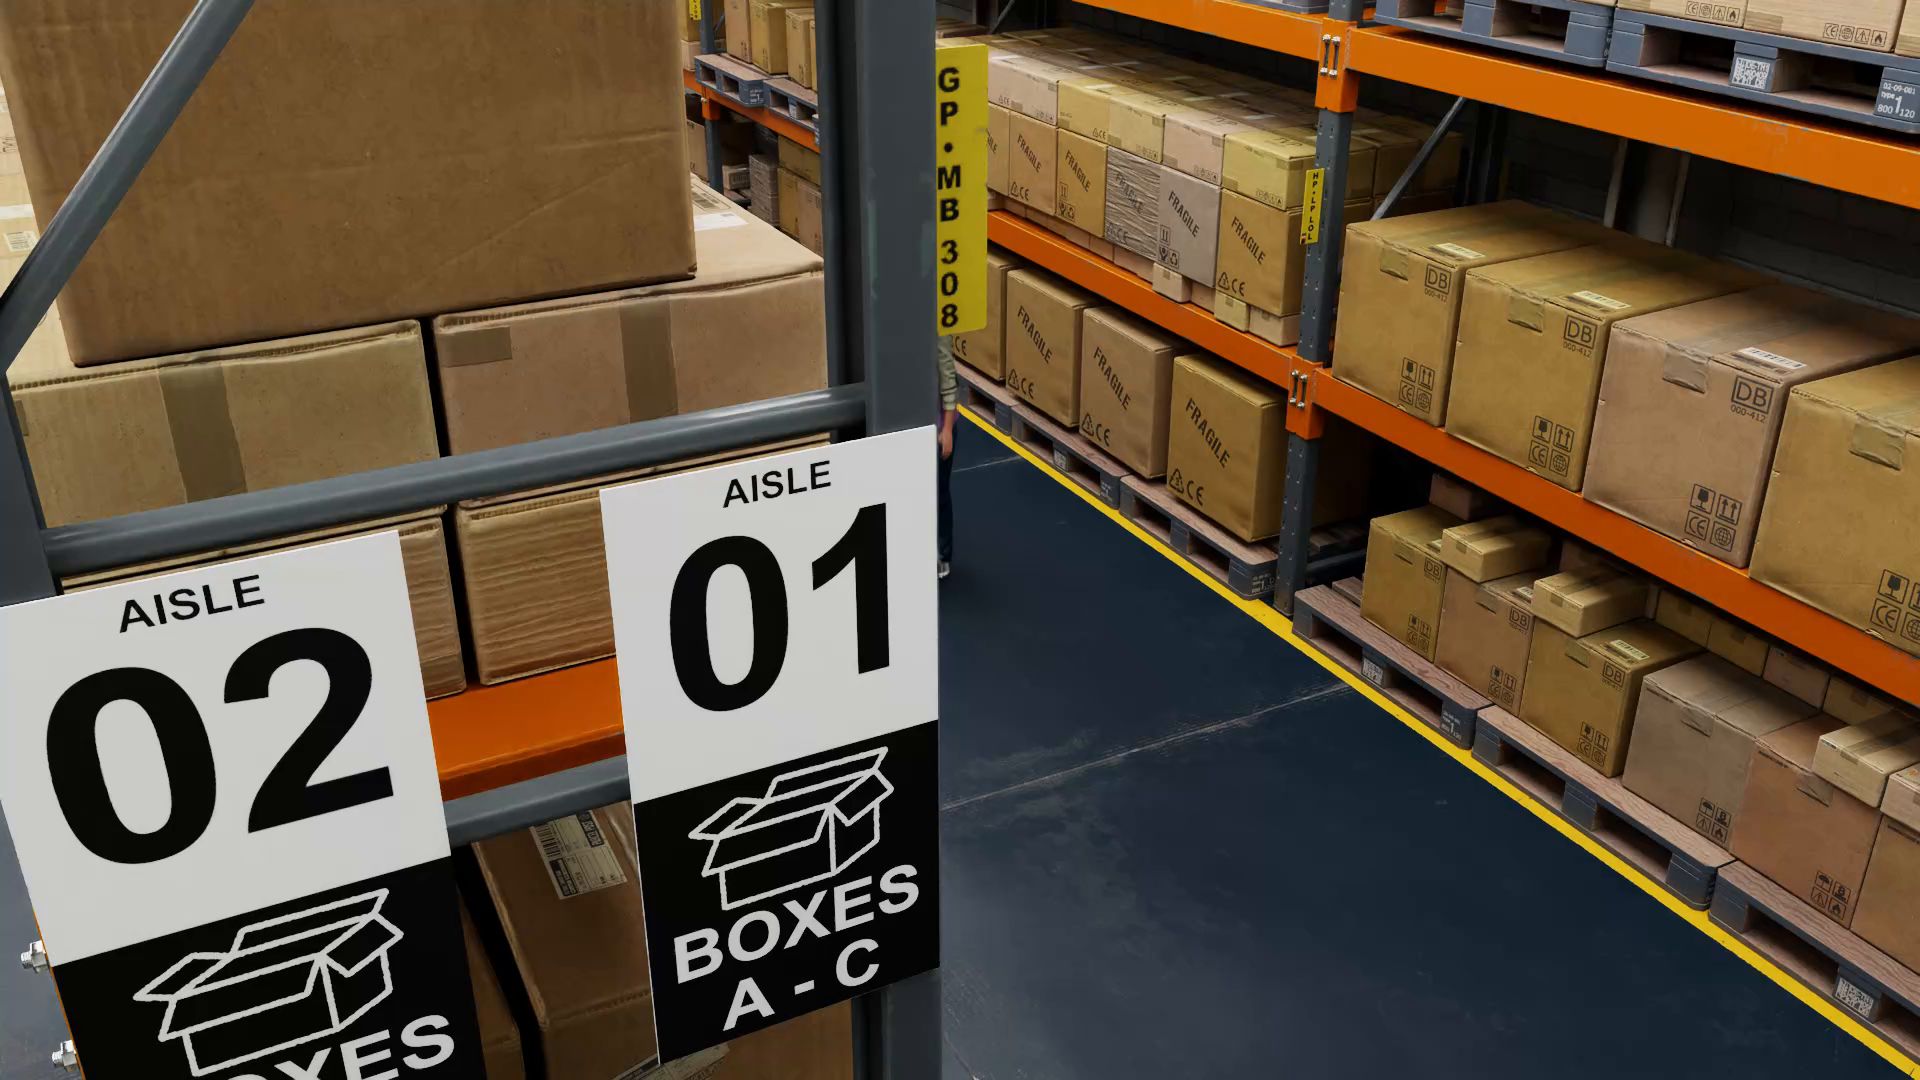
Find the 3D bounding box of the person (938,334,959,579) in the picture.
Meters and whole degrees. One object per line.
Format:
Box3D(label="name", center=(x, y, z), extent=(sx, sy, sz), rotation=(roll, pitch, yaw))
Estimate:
Box3D(label="person", center=(-0.216, -0.562, 8.220), extent=(0.499, 1.602, 0.408), rotation=(19, 32, 34))
